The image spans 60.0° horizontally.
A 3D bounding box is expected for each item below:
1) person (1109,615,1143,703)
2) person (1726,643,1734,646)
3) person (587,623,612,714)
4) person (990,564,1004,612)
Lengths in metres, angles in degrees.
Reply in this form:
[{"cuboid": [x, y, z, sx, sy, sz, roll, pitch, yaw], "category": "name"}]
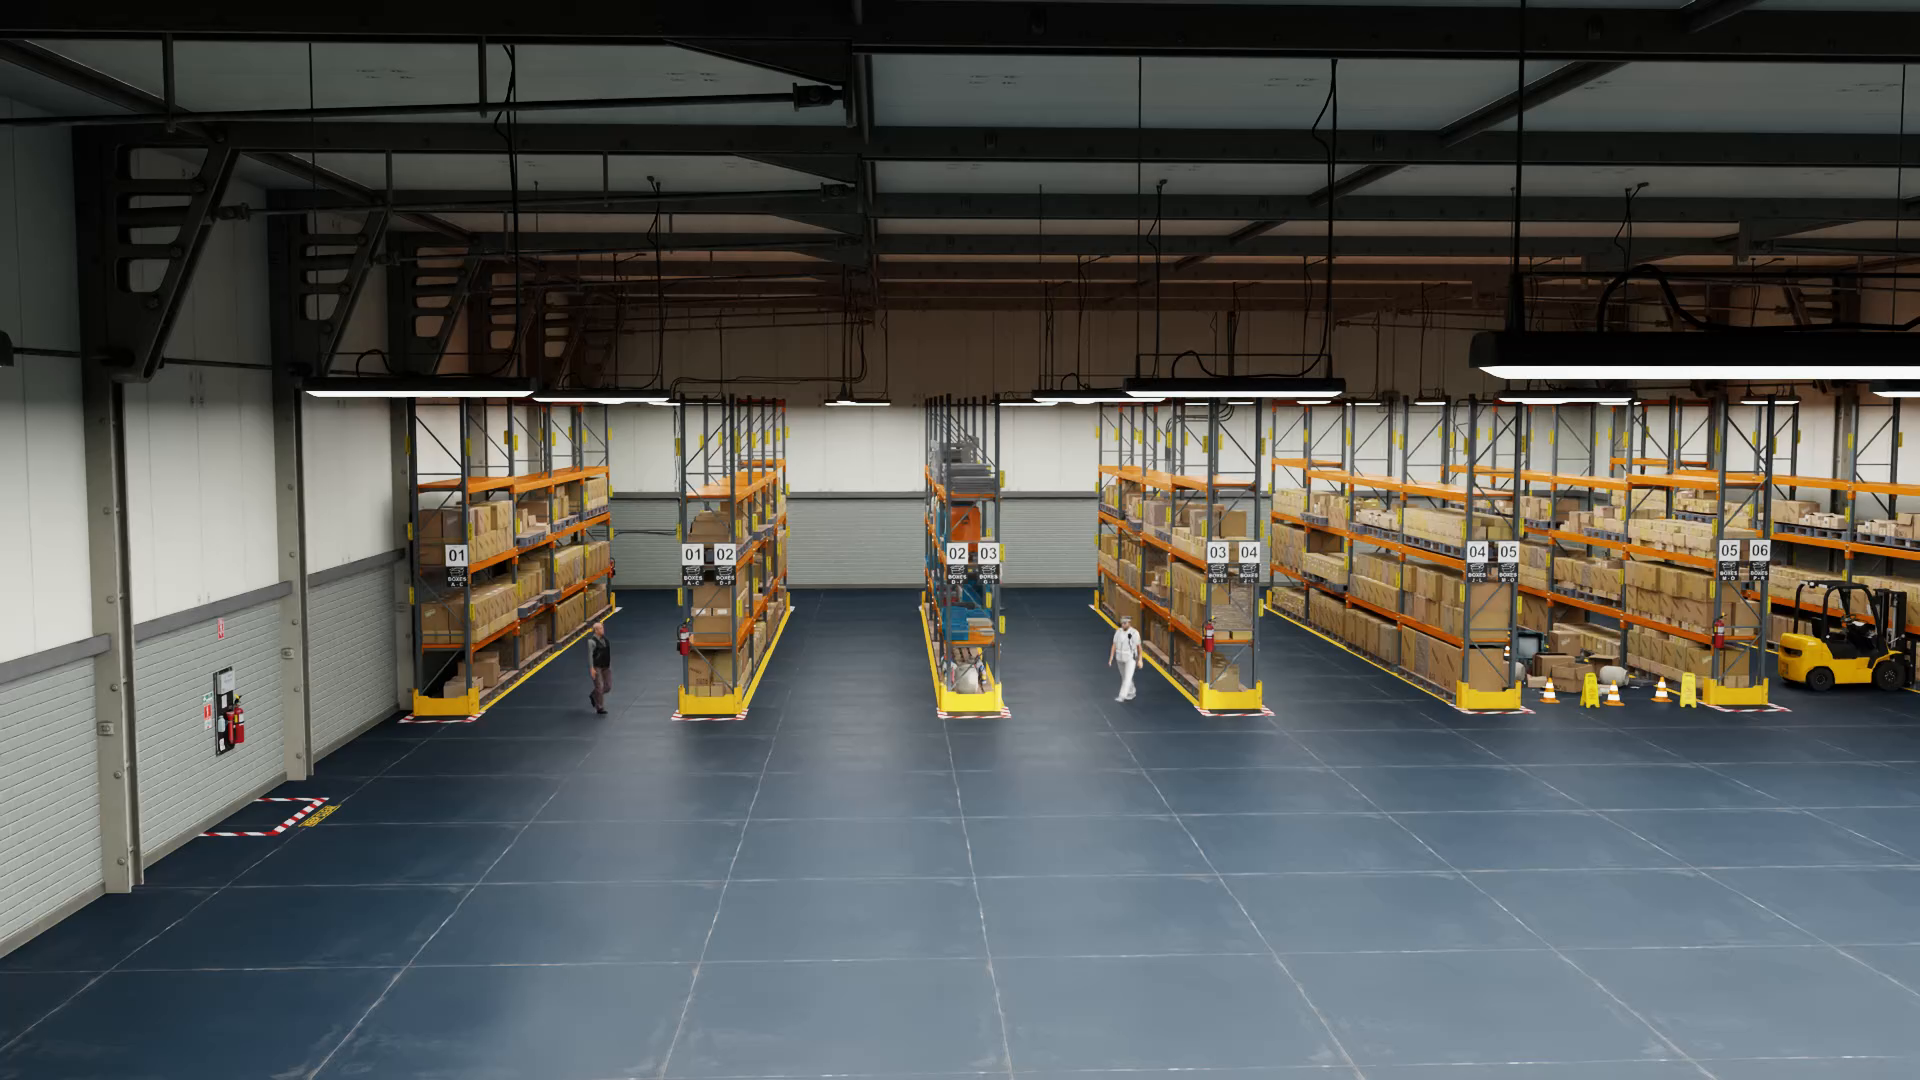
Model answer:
[{"cuboid": [3.176, 2.307, 32.298, 0.565, 1.687, 1.087, 4, 6, 40], "category": "person"}, {"cuboid": [17.224, 1.958, 37.416, 0.522, 1.673, 0.395, -2, 5, -27], "category": "person"}, {"cuboid": [-6.807, 2.430, 31.188, 0.667, 1.628, 0.536, 4, 6, 39], "category": "person"}, {"cuboid": [0.970, 1.125, 46.908, 0.688, 1.769, 0.583, -1, 5, -13], "category": "person"}]
